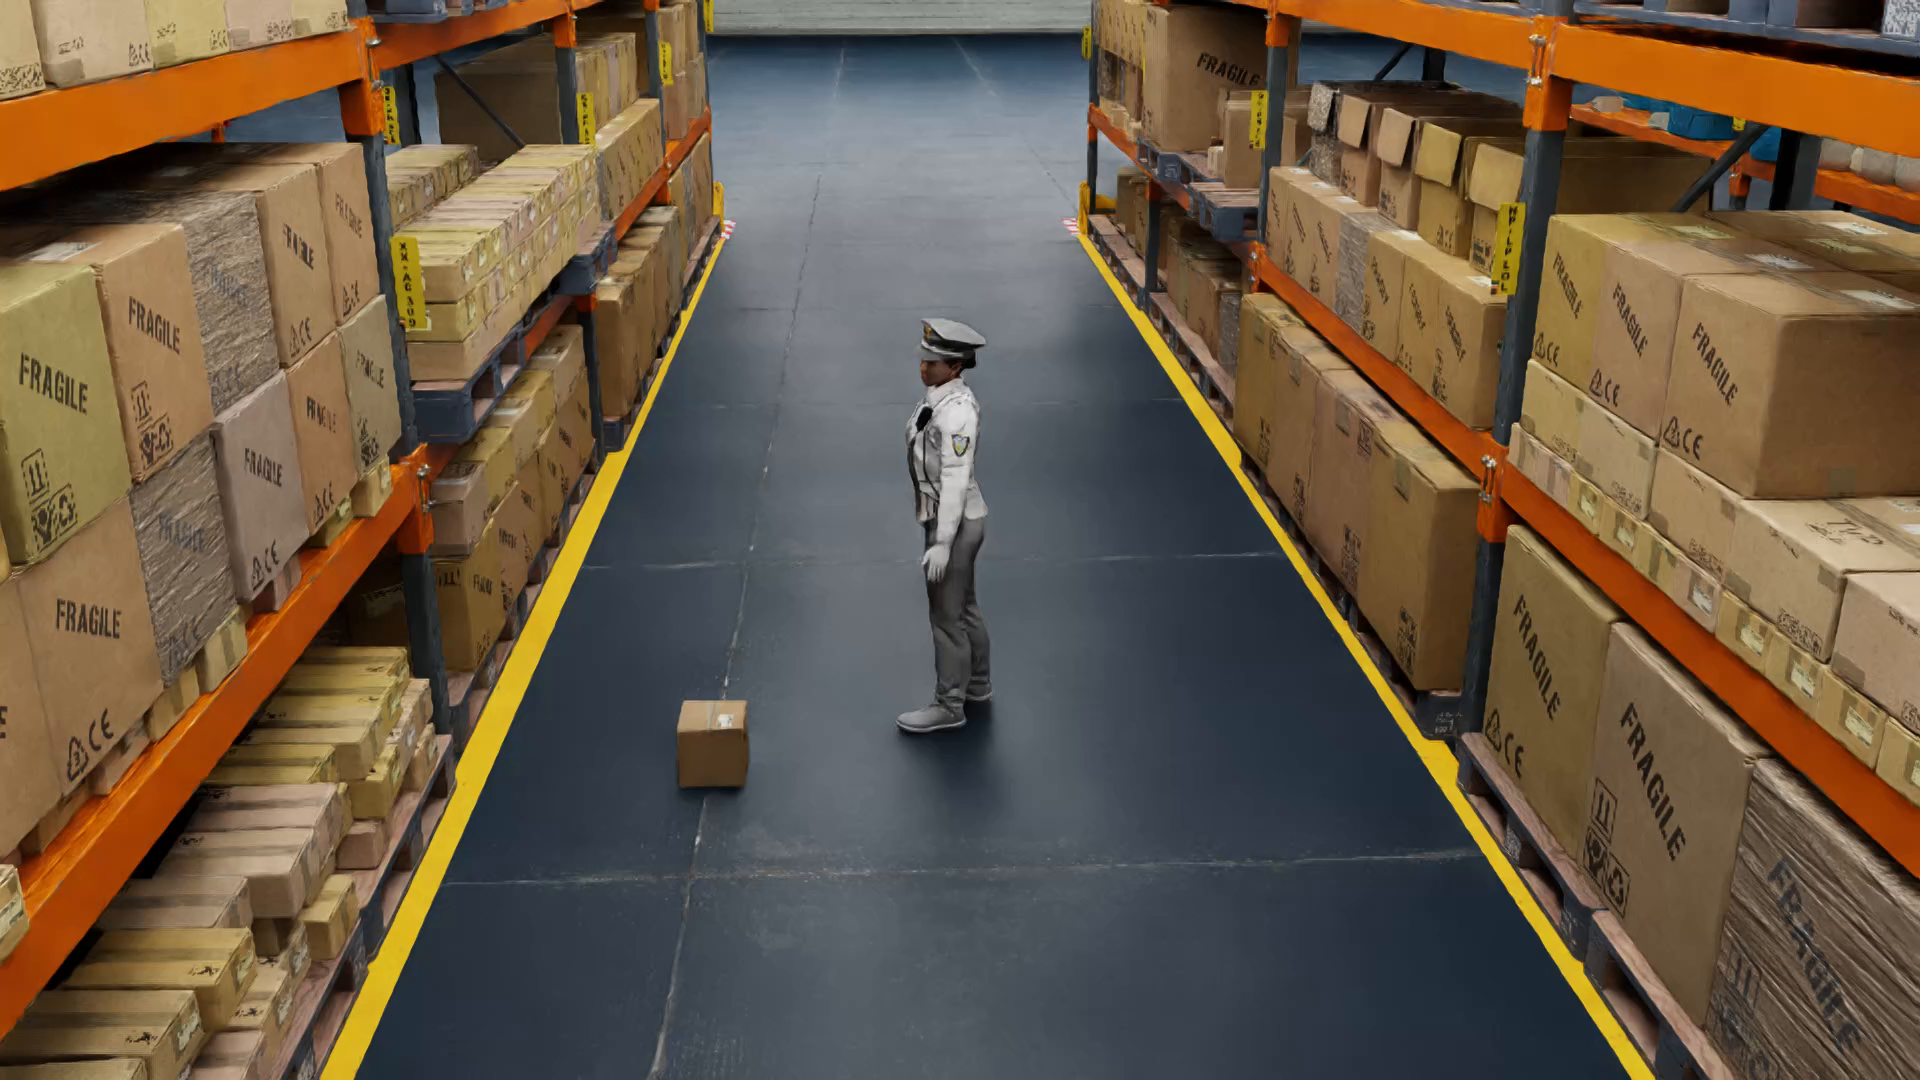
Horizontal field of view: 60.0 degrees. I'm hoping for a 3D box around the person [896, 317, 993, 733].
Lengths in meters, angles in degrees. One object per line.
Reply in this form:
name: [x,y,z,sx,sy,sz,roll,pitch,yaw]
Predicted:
person: [-0.059,-0.052,6.644,0.423,1.683,0.603,-2,21,-5]
